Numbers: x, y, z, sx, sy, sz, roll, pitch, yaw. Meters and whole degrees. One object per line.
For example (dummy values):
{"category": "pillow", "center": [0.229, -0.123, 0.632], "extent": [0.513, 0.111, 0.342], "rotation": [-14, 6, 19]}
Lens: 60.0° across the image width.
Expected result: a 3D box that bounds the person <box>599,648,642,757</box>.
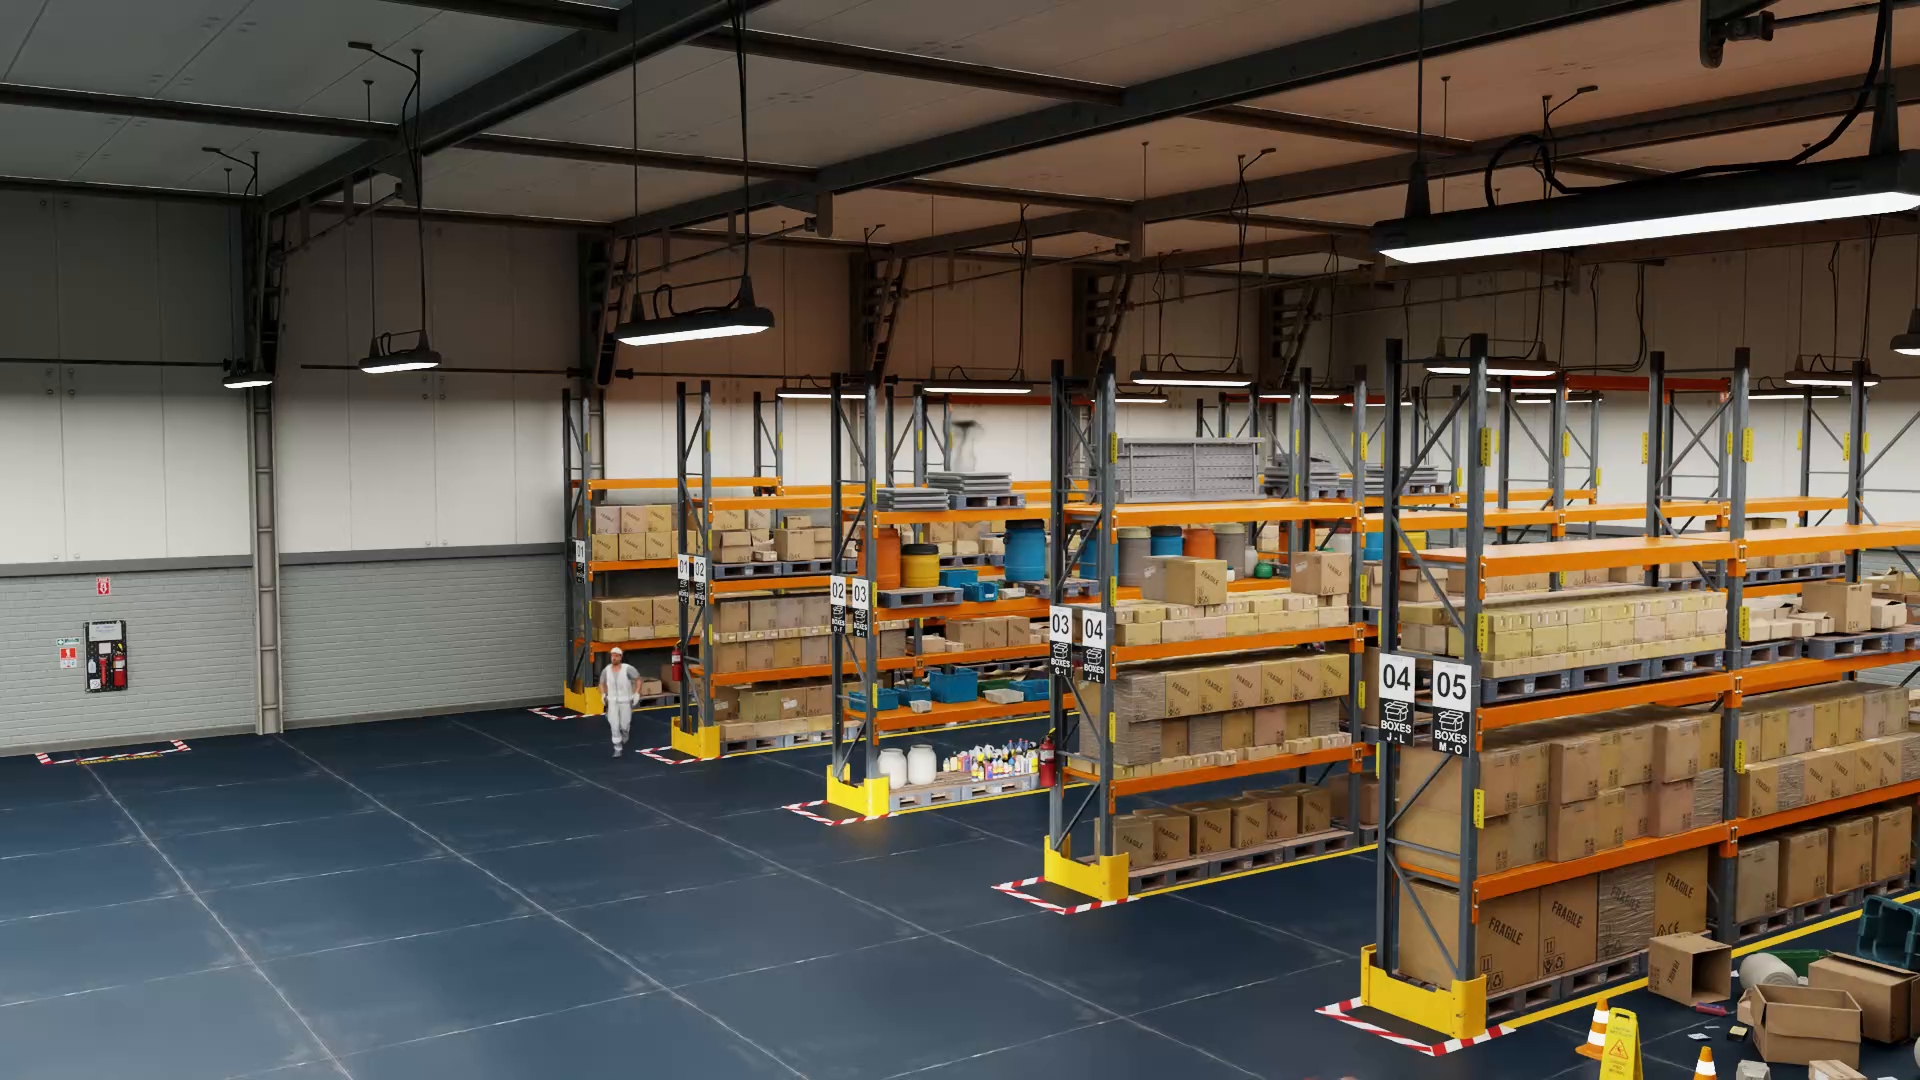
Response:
{"category": "person", "center": [-5.443, 2.585, 26.623], "extent": [0.687, 1.749, 0.668], "rotation": [0, 4, 1]}
